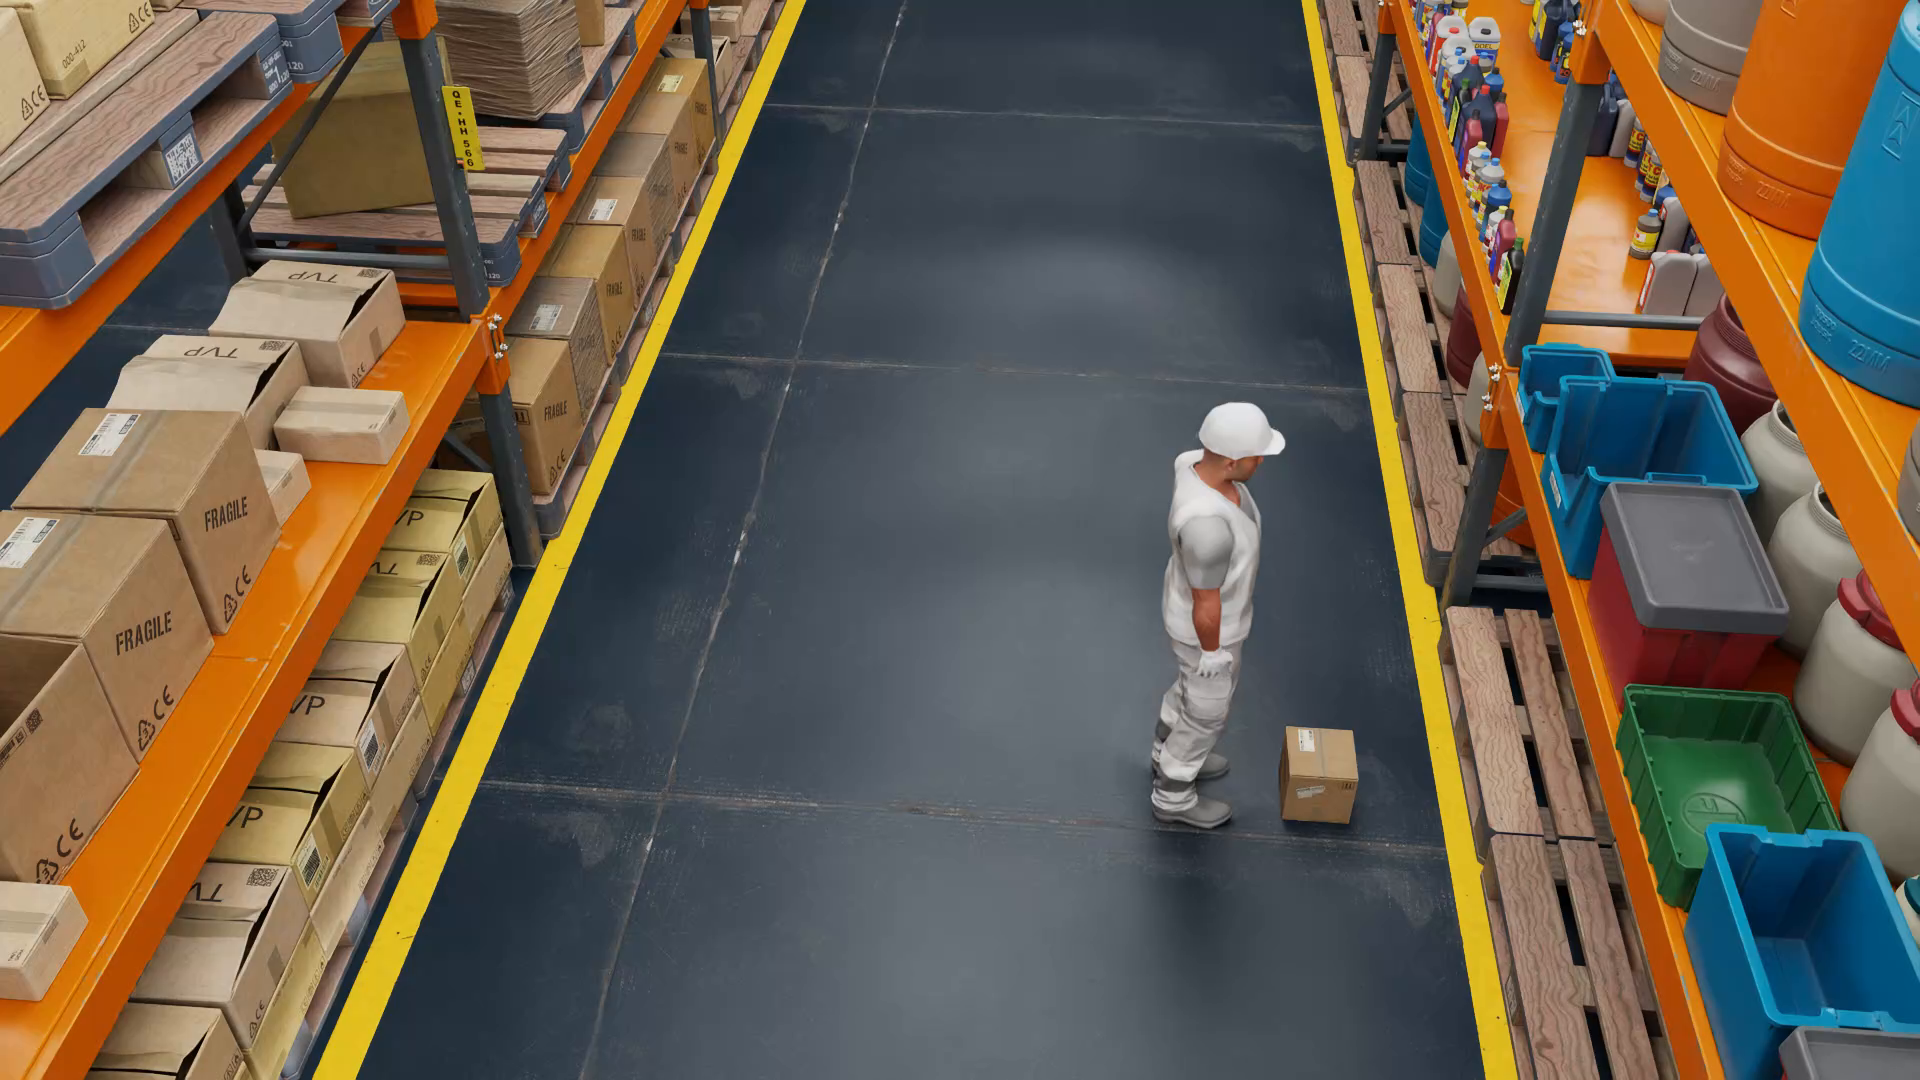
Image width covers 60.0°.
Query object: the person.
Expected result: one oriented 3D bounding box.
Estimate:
[{"bbox_3d":[0.869,0.265,5.829,0.351,1.783,0.528,4,40,5],"label":"person"}]
